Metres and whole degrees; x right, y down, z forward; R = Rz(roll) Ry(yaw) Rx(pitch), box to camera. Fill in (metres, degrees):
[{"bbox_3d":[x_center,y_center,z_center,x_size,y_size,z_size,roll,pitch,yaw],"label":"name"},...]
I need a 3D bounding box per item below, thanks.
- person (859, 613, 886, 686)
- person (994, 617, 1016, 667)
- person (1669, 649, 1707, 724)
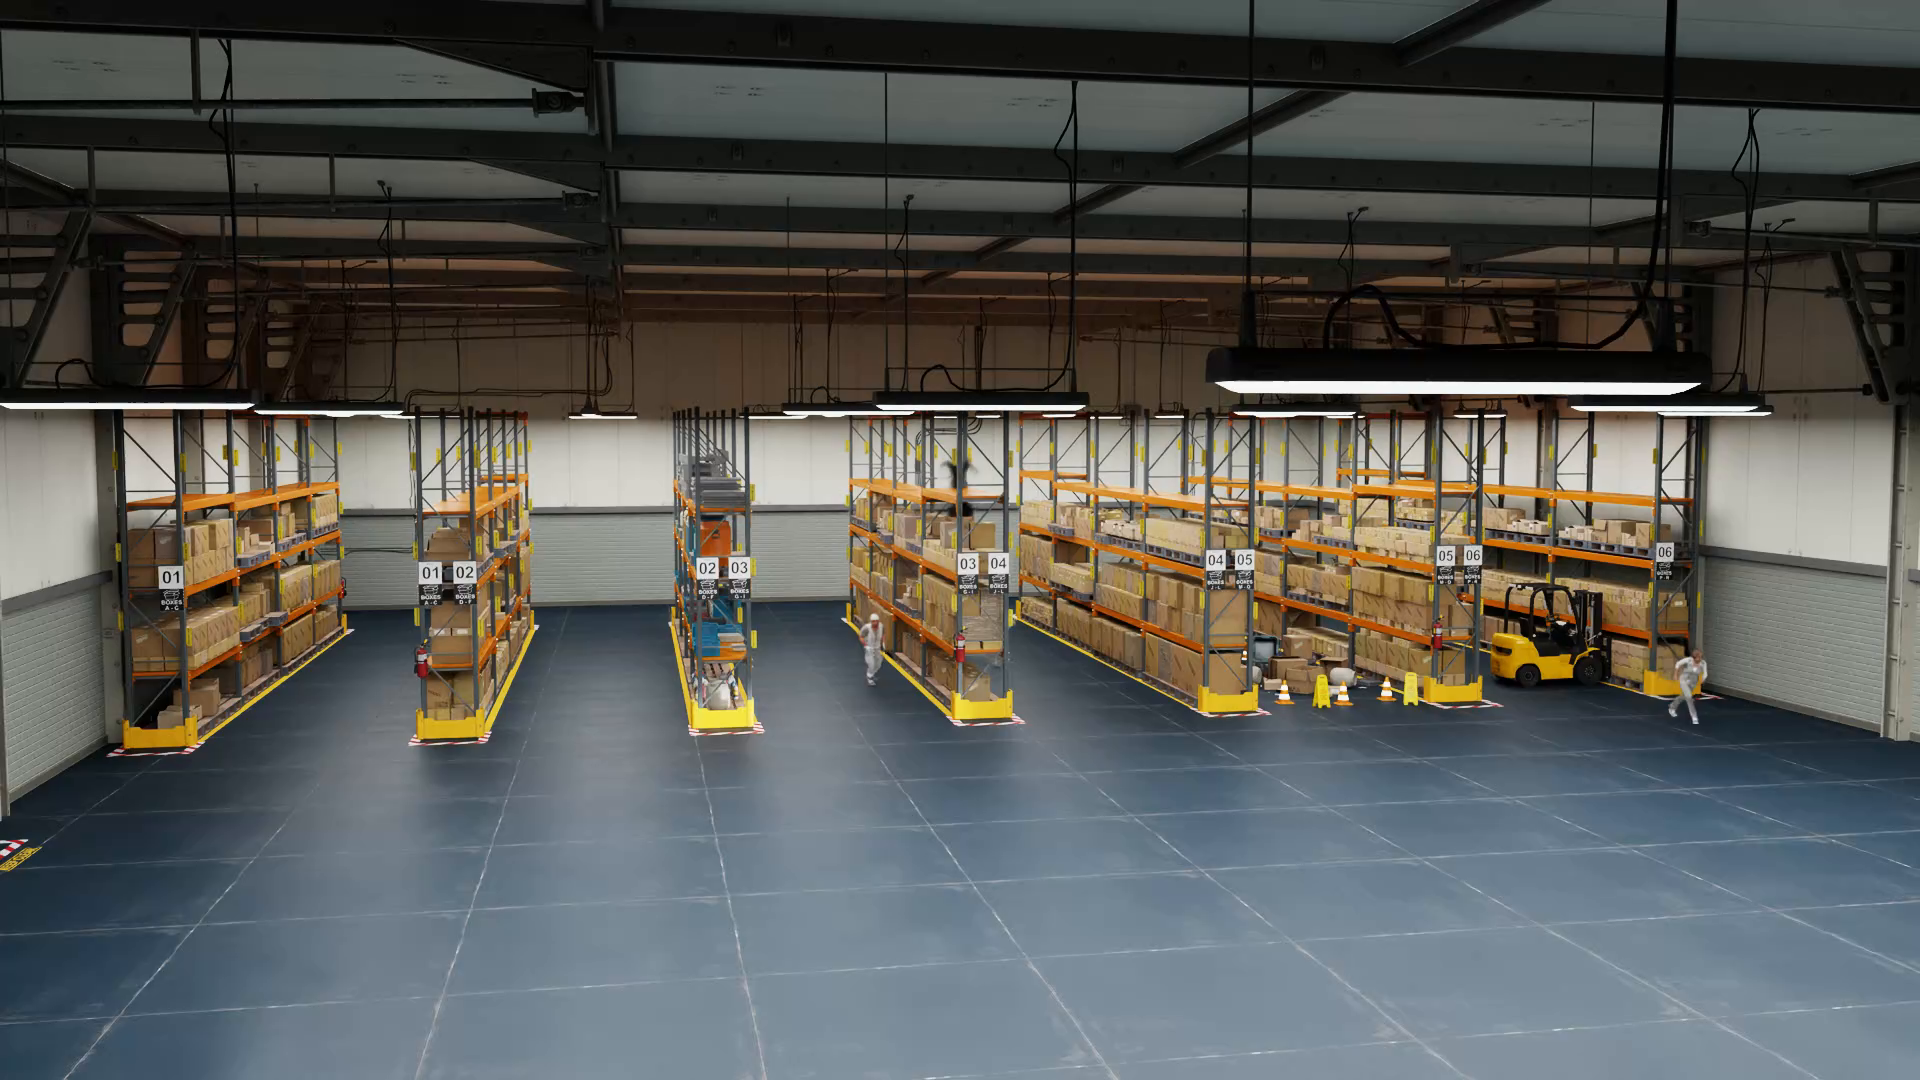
[{"bbox_3d":[-1.902,2.353,35.963,0.667,1.622,0.942,-2,5,-31],"label":"person"},{"bbox_3d":[0.979,2.160,38.838,0.636,1.620,0.738,-1,4,-15],"label":"person"},{"bbox_3d":[13.851,2.741,31.670,0.528,1.405,0.984,0,4,-1],"label":"person"}]
